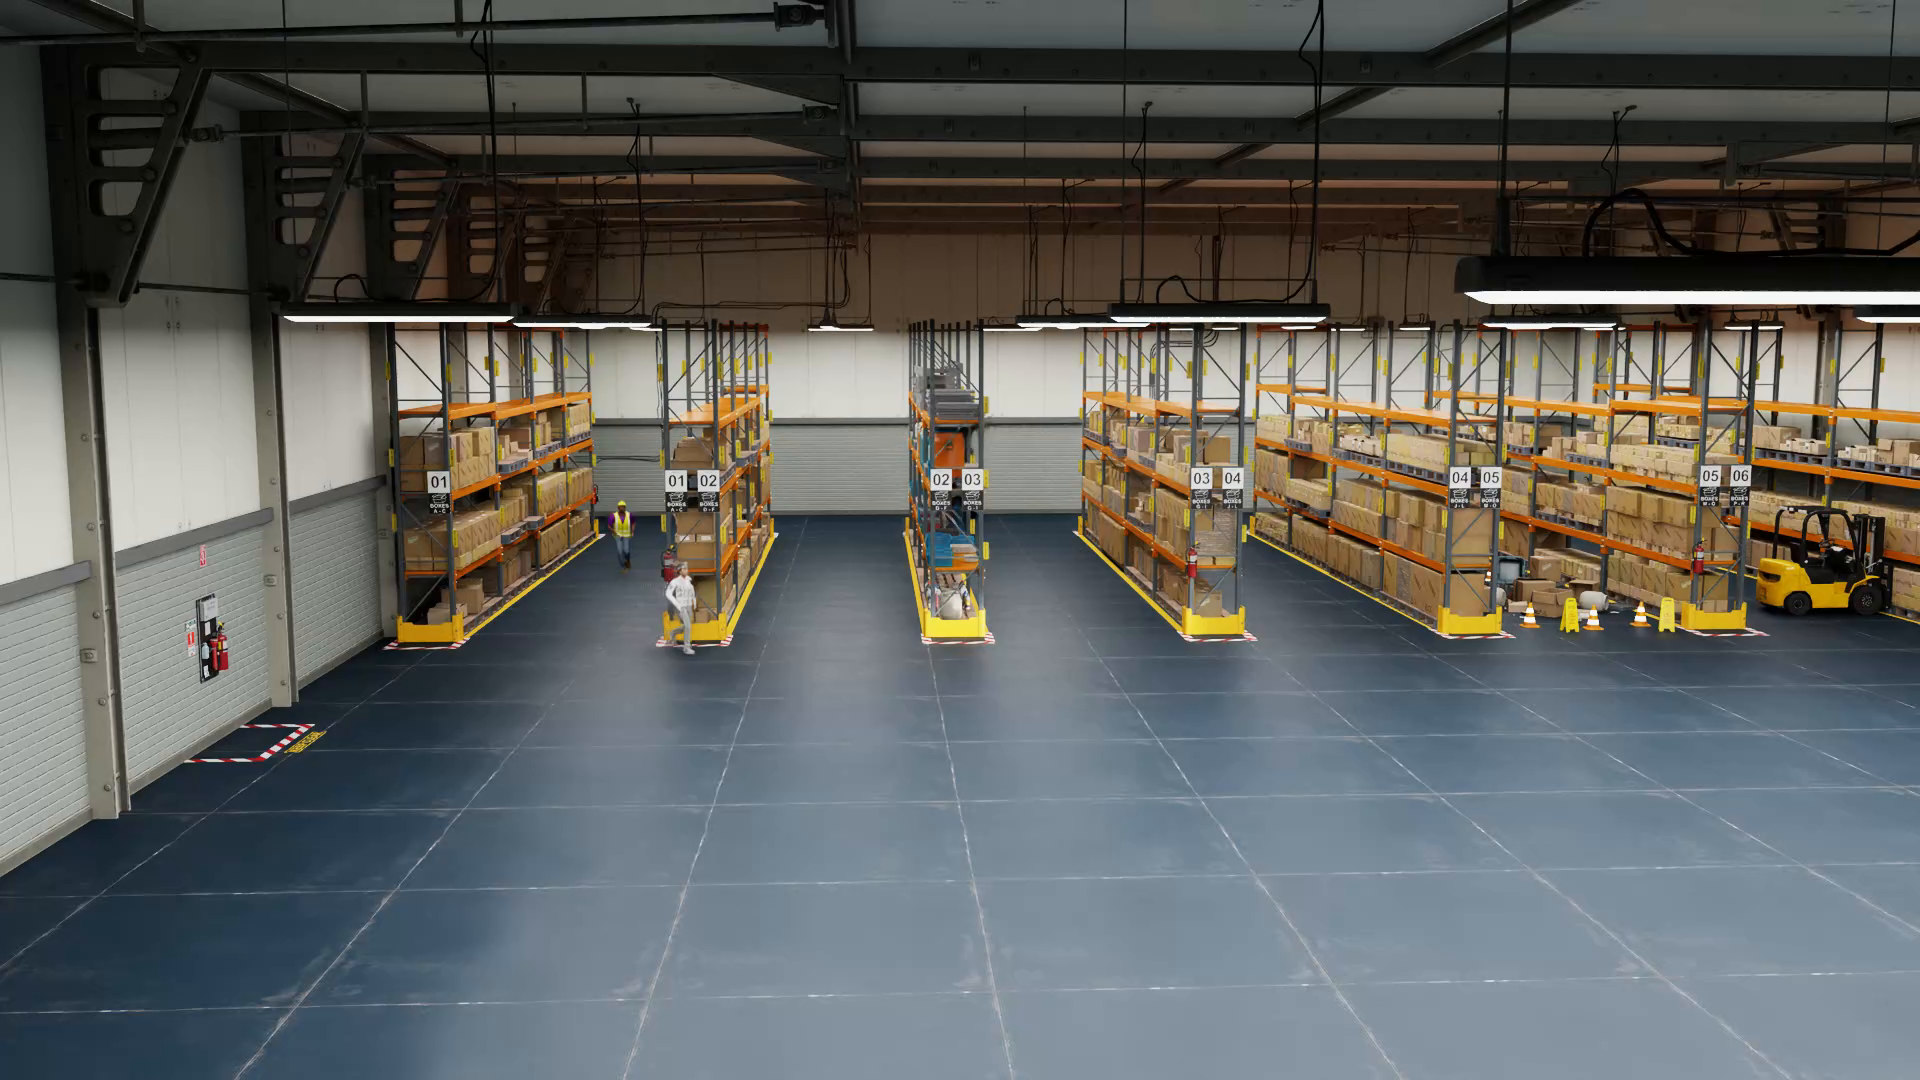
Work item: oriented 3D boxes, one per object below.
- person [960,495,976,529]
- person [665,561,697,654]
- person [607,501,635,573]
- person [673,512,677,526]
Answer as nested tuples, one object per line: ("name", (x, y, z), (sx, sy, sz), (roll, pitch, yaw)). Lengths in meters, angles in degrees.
("person", (0.132, -1.216, 49.052), (0.934, 1.846, 0.669), (1, 7, 11))
("person", (-5.052, 1.211, 30.050), (0.715, 1.685, 0.644), (5, 9, 35))
("person", (-8.140, -0.070, 40.012), (0.683, 1.733, 0.611), (-2, 7, -16))
("person", (-7.260, -0.424, 43.645), (0.525, 1.561, 0.681), (-1, 7, -6))
